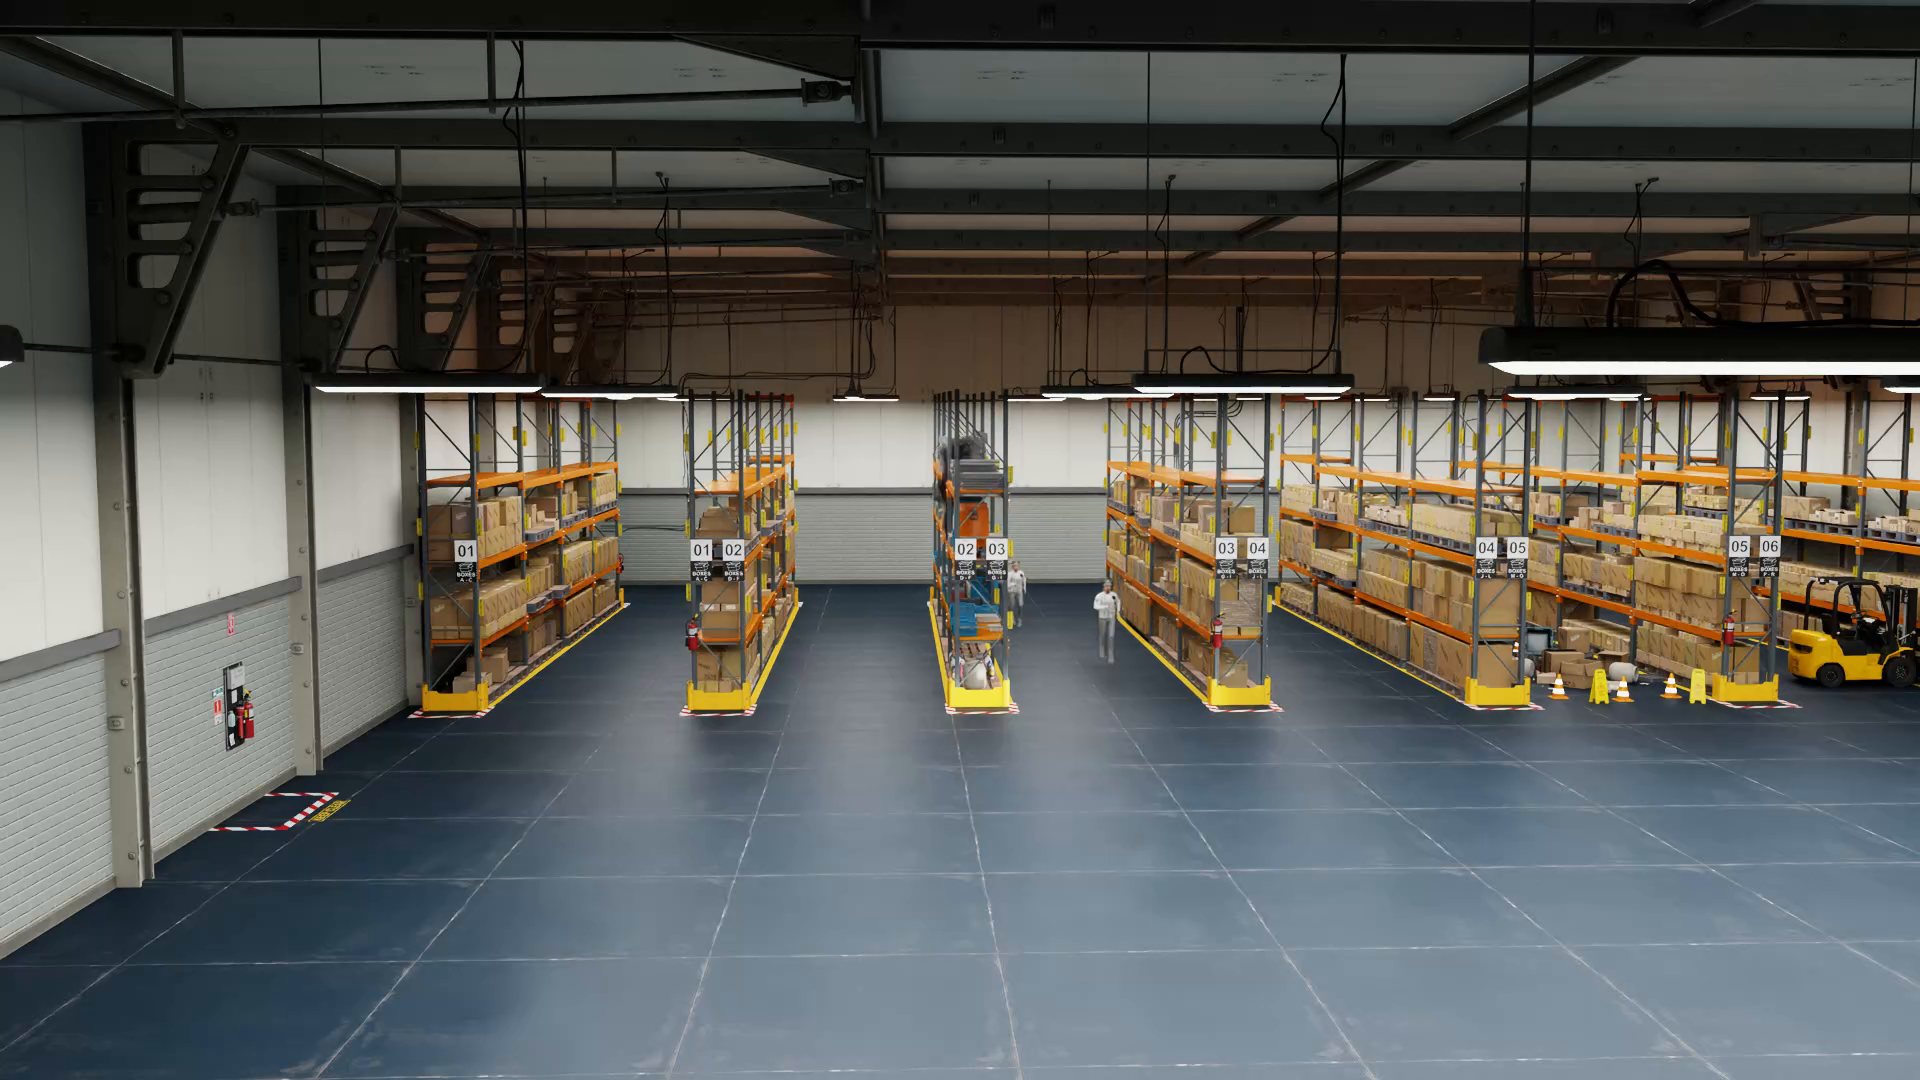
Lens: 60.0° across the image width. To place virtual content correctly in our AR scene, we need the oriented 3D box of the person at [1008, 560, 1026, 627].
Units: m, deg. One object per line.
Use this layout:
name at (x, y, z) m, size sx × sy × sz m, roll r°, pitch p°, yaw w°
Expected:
person at (1.447, 1.383, 42.937) m, size 0.579 × 1.737 × 0.812 m, roll -1°, pitch 5°, yaw -9°

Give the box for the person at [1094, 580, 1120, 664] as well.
person at (3.132, 1.709, 35.361) m, size 0.603 × 1.767 × 0.799 m, roll 0°, pitch 5°, yaw -4°
